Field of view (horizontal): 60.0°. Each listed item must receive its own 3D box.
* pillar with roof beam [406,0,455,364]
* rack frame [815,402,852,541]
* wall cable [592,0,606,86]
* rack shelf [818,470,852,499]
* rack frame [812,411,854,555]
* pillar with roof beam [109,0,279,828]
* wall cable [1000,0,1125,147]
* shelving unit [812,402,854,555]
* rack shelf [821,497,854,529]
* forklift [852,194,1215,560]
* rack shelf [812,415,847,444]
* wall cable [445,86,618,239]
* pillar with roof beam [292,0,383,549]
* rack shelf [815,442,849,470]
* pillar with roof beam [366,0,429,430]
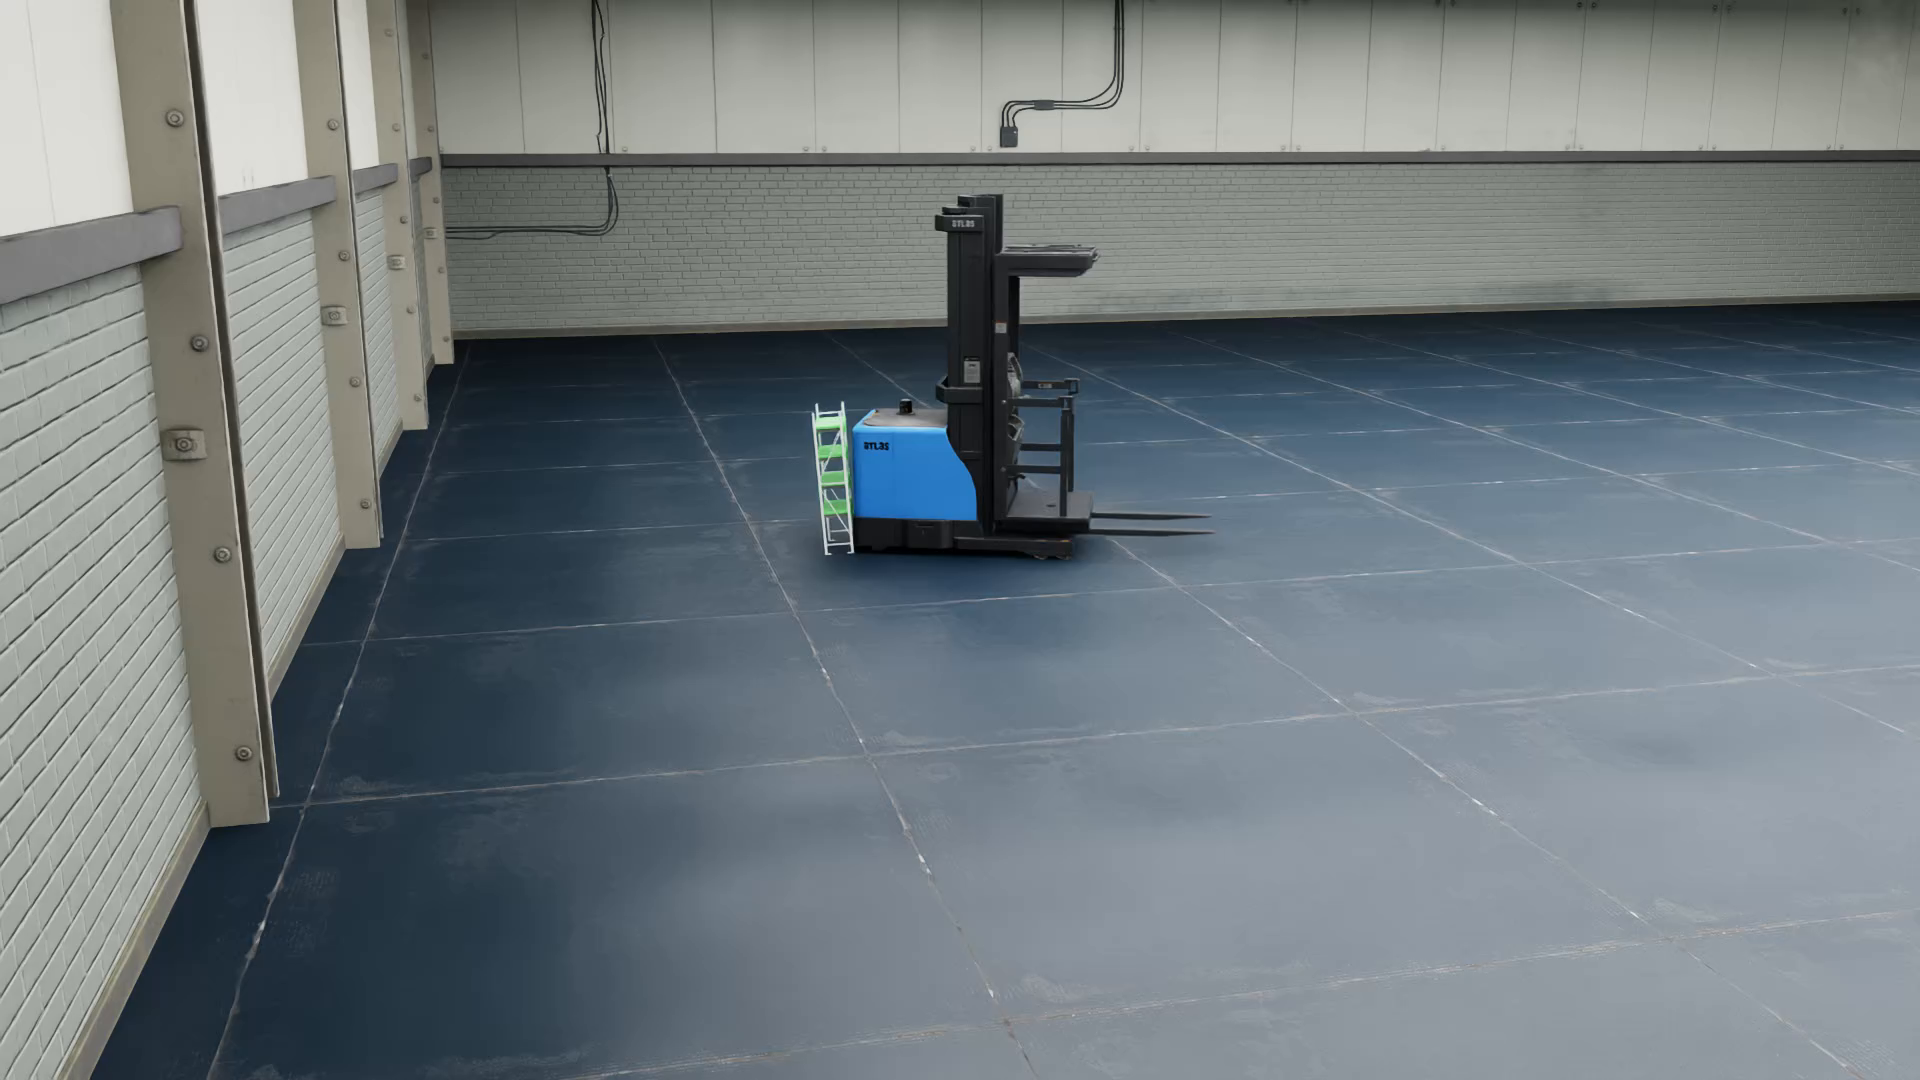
[{"bbox_3d":[-3.781,-7.355,25.572,9.100,9.000,0.400,-3,14,-13],"label":"pillar with roof beam"},{"bbox_3d":[-1.062,-0.581,14.241,0.240,1.200,0.015,-4,14,0],"label":"rack frame"},{"bbox_3d":[-4.743,-8.964,28.060,3.097,2.526,0.112,-3,14,-13],"label":"wall cable"},{"bbox_3d":[-1.052,-0.462,14.019,0.258,0.148,0.480,-4,14,0],"label":"rack shelf"},{"bbox_3d":[-1.051,-0.466,13.767,0.240,1.200,0.015,-4,14,0],"label":"rack frame"},{"bbox_3d":[0.446,-3.203,8.576,9.100,9.000,0.400,-3,14,-13],"label":"pillar with roof beam"},{"bbox_3d":[1.859,-10.046,29.421,2.305,6.003,0.169,-3,14,-13],"label":"wall cable"},{"bbox_3d":[-1.057,-0.523,14.004,0.258,1.200,0.503,-4,14,0],"label":"shelving unit"},{"bbox_3d":[-1.034,-0.229,14.076,0.258,0.148,0.480,-4,14,0],"label":"rack shelf"},{"bbox_3d":[0.648,-1.391,13.947,3.031,2.935,1.130,2,14,7],"label":"forklift"},{"bbox_3d":[-1.087,-0.927,13.905,0.258,0.148,0.480,-4,14,0],"label":"rack shelf"},{"bbox_3d":[-7.373,-6.360,28.042,3.097,2.526,0.112,-3,14,-13],"label":"wall cable"},{"bbox_3d":[-0.963,-4.587,14.241,9.100,9.000,0.400,-3,14,-13],"label":"pillar with roof beam"},{"bbox_3d":[-1.069,-0.694,13.962,0.258,0.148,0.480,-4,14,0],"label":"rack shelf"},{"bbox_3d":[-2.372,-5.971,19.907,9.100,9.000,0.400,-3,14,-13],"label":"pillar with roof beam"}]
